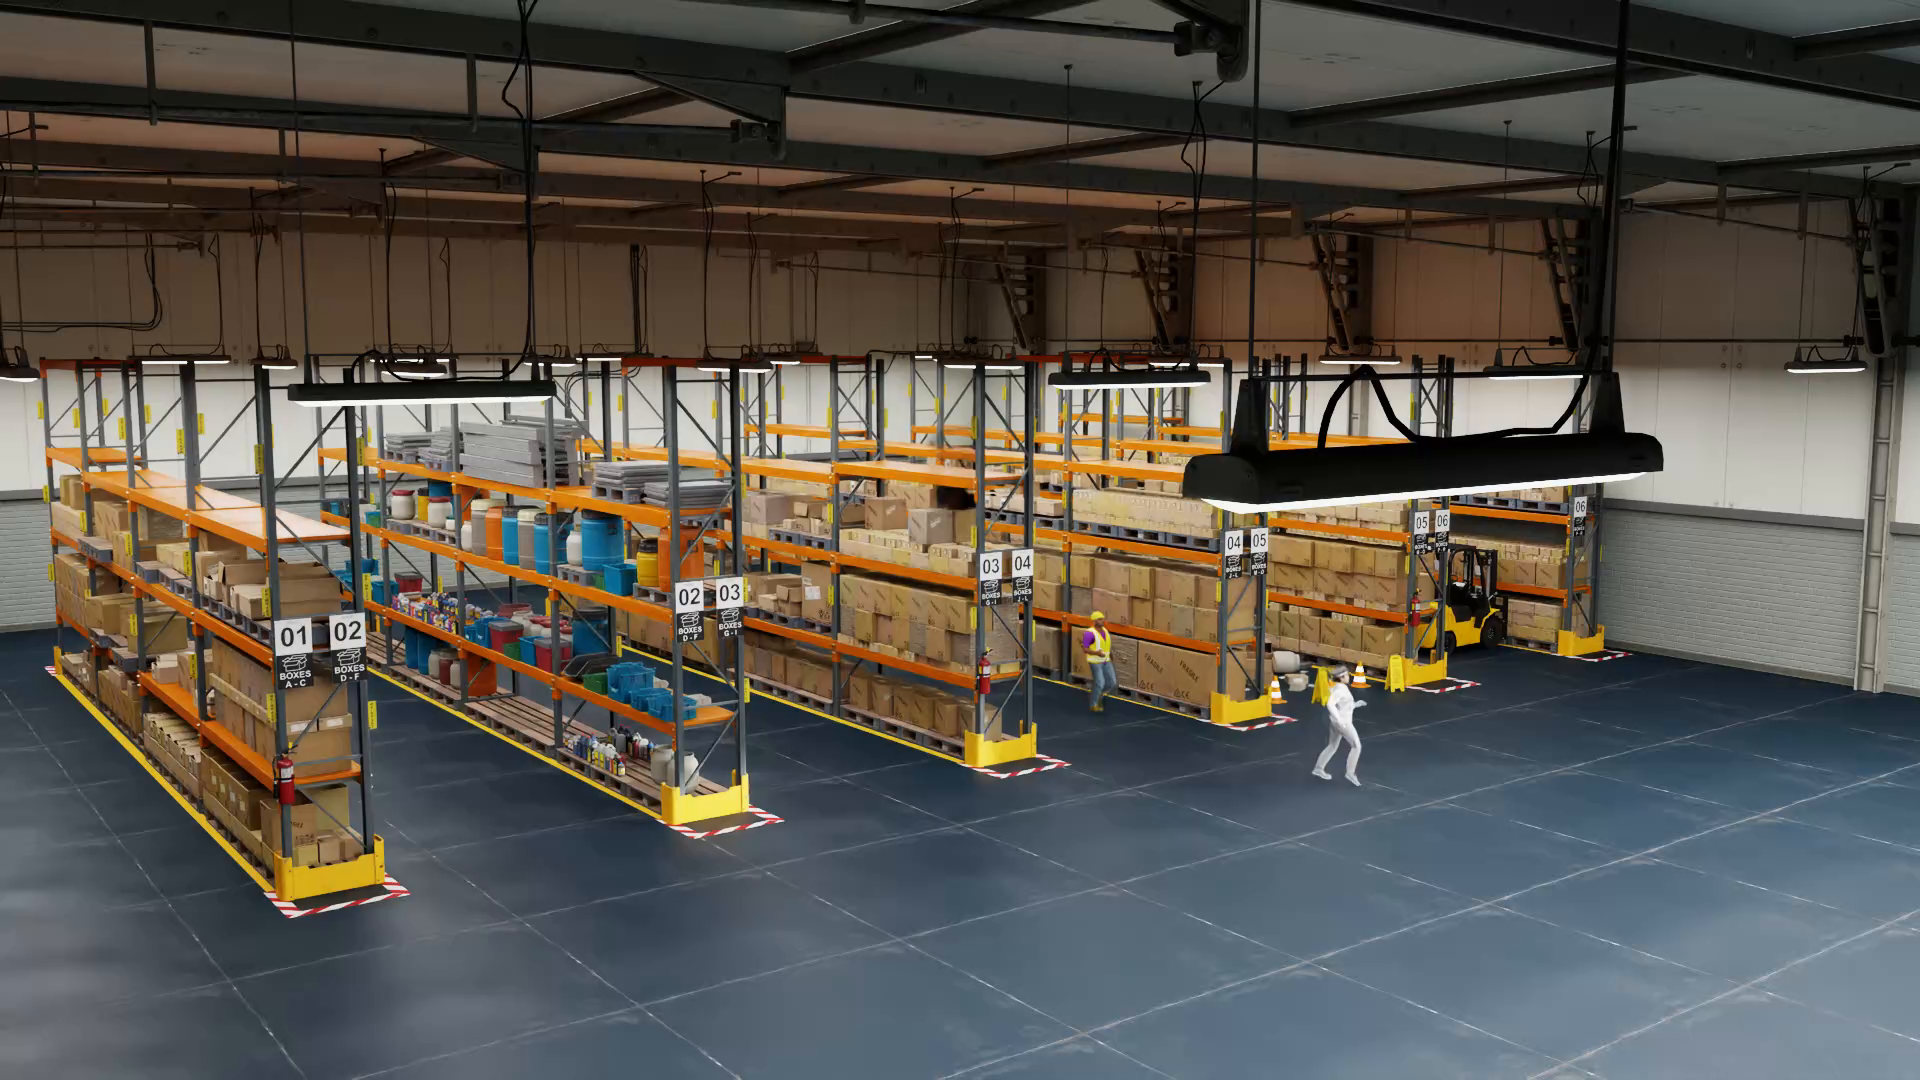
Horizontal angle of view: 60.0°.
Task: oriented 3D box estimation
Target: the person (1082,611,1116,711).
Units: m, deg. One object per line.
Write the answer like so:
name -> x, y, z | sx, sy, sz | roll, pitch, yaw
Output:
person -> 2.412, 2.072, 28.305 | 0.688, 1.721, 0.582 | -6, 9, -40

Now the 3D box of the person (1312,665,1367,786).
person -> 5.439, 2.651, 23.728 | 0.723, 1.750, 0.584 | 0, 7, -2
